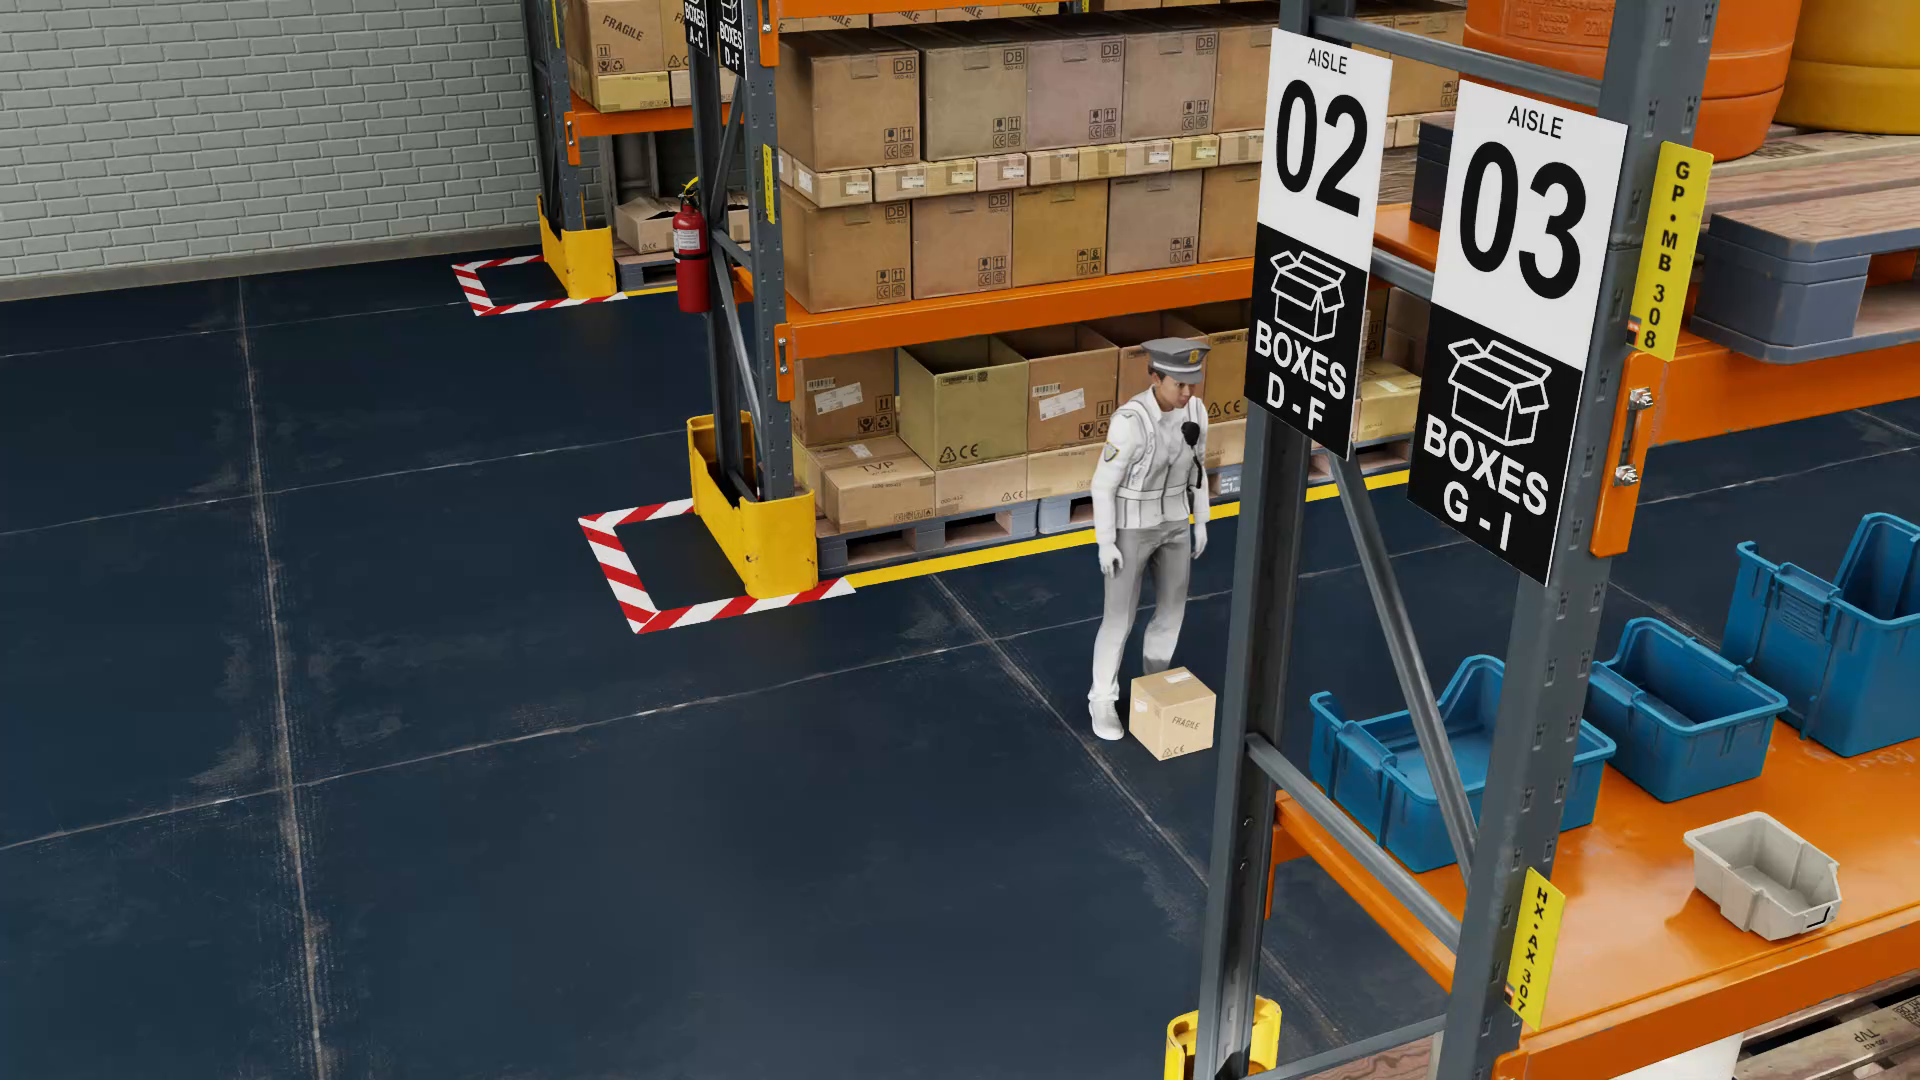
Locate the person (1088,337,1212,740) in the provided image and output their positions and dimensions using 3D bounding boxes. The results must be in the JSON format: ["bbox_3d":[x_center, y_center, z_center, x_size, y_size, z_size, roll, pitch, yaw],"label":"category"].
[{"bbox_3d":[0.768,-0.027,6.664,0.544,1.662,0.376,-12,29,-24],"label":"person"}]
